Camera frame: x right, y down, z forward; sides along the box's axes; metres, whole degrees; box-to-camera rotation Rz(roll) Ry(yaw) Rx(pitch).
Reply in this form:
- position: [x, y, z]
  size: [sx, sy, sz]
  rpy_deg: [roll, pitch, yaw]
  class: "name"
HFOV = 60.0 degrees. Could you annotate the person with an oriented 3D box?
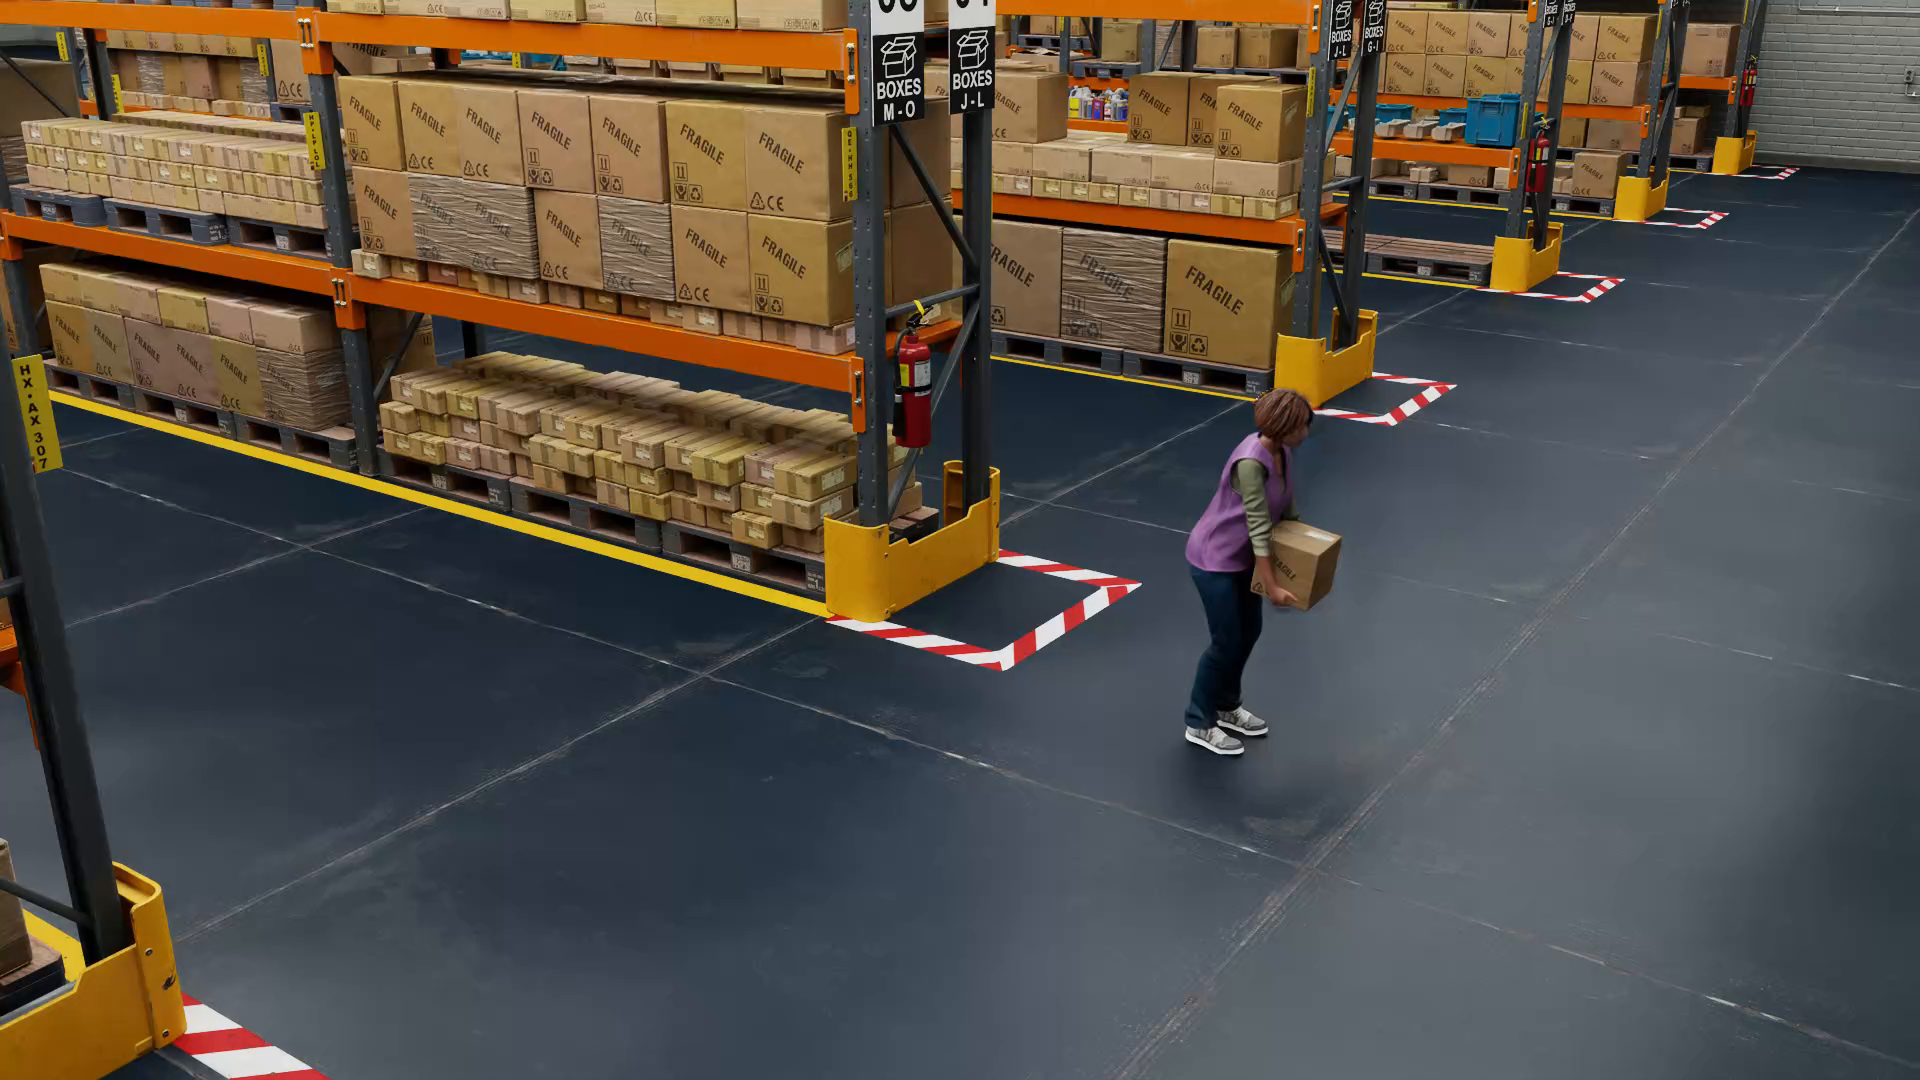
- position: [1.189, 0.127, 6.805]
  size: [0.532, 1.560, 0.371]
  rpy_deg: [13, 24, 31]
  class: "person"
